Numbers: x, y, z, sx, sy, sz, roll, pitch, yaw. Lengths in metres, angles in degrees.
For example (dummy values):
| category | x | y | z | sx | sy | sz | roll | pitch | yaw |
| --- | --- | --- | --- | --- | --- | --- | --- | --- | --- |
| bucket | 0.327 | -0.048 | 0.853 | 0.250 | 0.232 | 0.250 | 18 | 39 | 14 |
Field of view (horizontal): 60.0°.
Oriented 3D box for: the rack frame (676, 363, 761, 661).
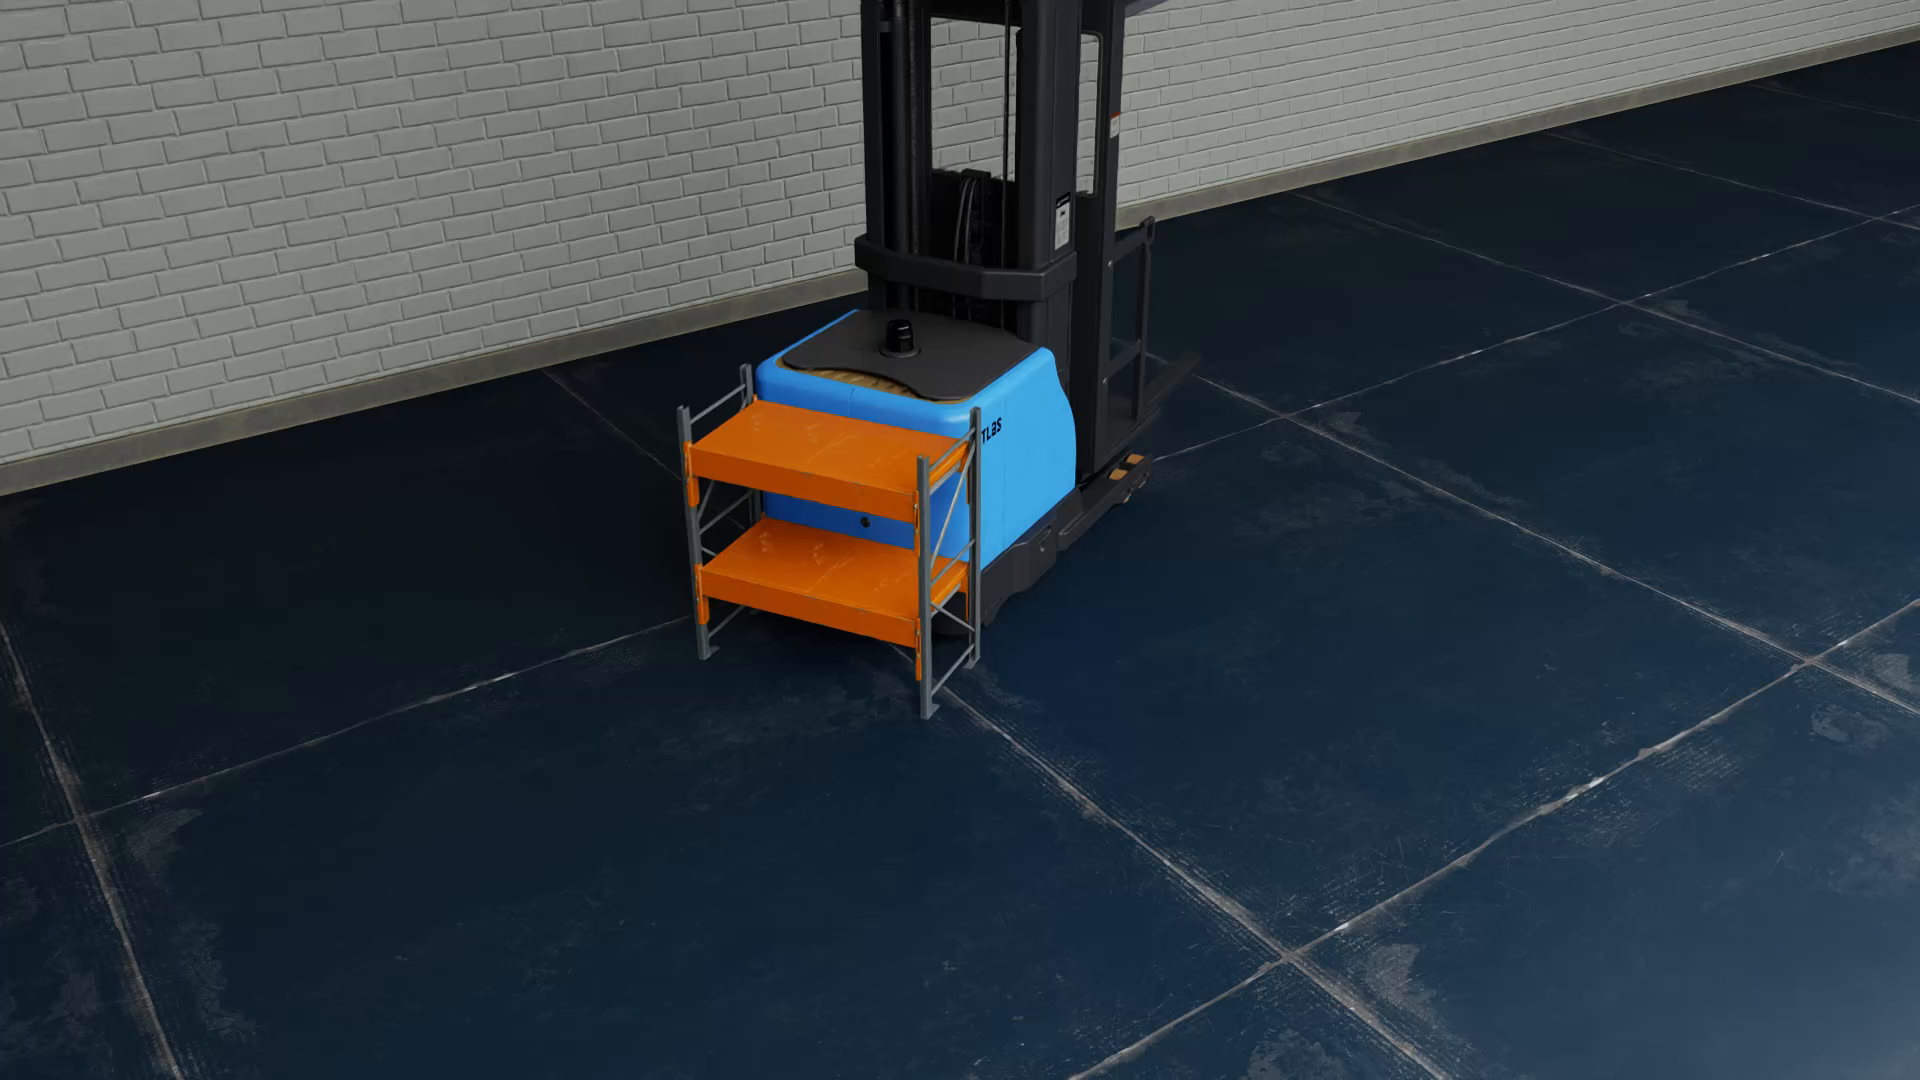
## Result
| category | x | y | z | sx | sy | sz | roll | pitch | yaw |
| --- | --- | --- | --- | --- | --- | --- | --- | --- | --- |
| rack frame | -0.959 | -0.108 | 6.771 | 0.032 | 1.125 | 0.500 | 12 | 31 | 22 |

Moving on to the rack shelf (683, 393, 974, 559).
| category | x | y | z | sx | sy | sz | roll | pitch | yaw |
| --- | --- | --- | --- | --- | --- | --- | --- | --- | --- |
| rack shelf | -0.498 | -0.263 | 6.443 | 1.000 | 0.278 | 0.538 | 12 | 31 | 22 |

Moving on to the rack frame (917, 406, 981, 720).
| category | x | y | z | sx | sy | sz | roll | pitch | yaw |
| --- | --- | --- | --- | --- | --- | --- | --- | --- | --- |
| rack frame | -0.036 | 0.096 | 6.395 | 0.032 | 1.125 | 0.500 | 12 | 31 | 22 |

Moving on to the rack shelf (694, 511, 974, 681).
| category | x | y | z | sx | sy | sz | roll | pitch | yaw |
| --- | --- | --- | --- | --- | --- | --- | --- | --- | --- |
| rack shelf | -0.498 | 0.209 | 6.699 | 1.000 | 0.278 | 0.538 | 12 | 31 | 22 |

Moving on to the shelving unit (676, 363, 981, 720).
| category | x | y | z | sx | sy | sz | roll | pitch | yaw |
| --- | --- | --- | --- | --- | --- | --- | --- | --- | --- |
| shelving unit | -0.498 | -0.006 | 6.583 | 1.048 | 1.125 | 0.538 | 12 | 31 | 22 |

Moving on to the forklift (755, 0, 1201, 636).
| category | x | y | z | sx | sy | sz | roll | pitch | yaw |
| --- | --- | --- | --- | --- | --- | --- | --- | --- | --- |
| forklift | 0.297 | -1.562 | 7.556 | 1.130 | 2.935 | 3.031 | 15 | 32 | 25 |
